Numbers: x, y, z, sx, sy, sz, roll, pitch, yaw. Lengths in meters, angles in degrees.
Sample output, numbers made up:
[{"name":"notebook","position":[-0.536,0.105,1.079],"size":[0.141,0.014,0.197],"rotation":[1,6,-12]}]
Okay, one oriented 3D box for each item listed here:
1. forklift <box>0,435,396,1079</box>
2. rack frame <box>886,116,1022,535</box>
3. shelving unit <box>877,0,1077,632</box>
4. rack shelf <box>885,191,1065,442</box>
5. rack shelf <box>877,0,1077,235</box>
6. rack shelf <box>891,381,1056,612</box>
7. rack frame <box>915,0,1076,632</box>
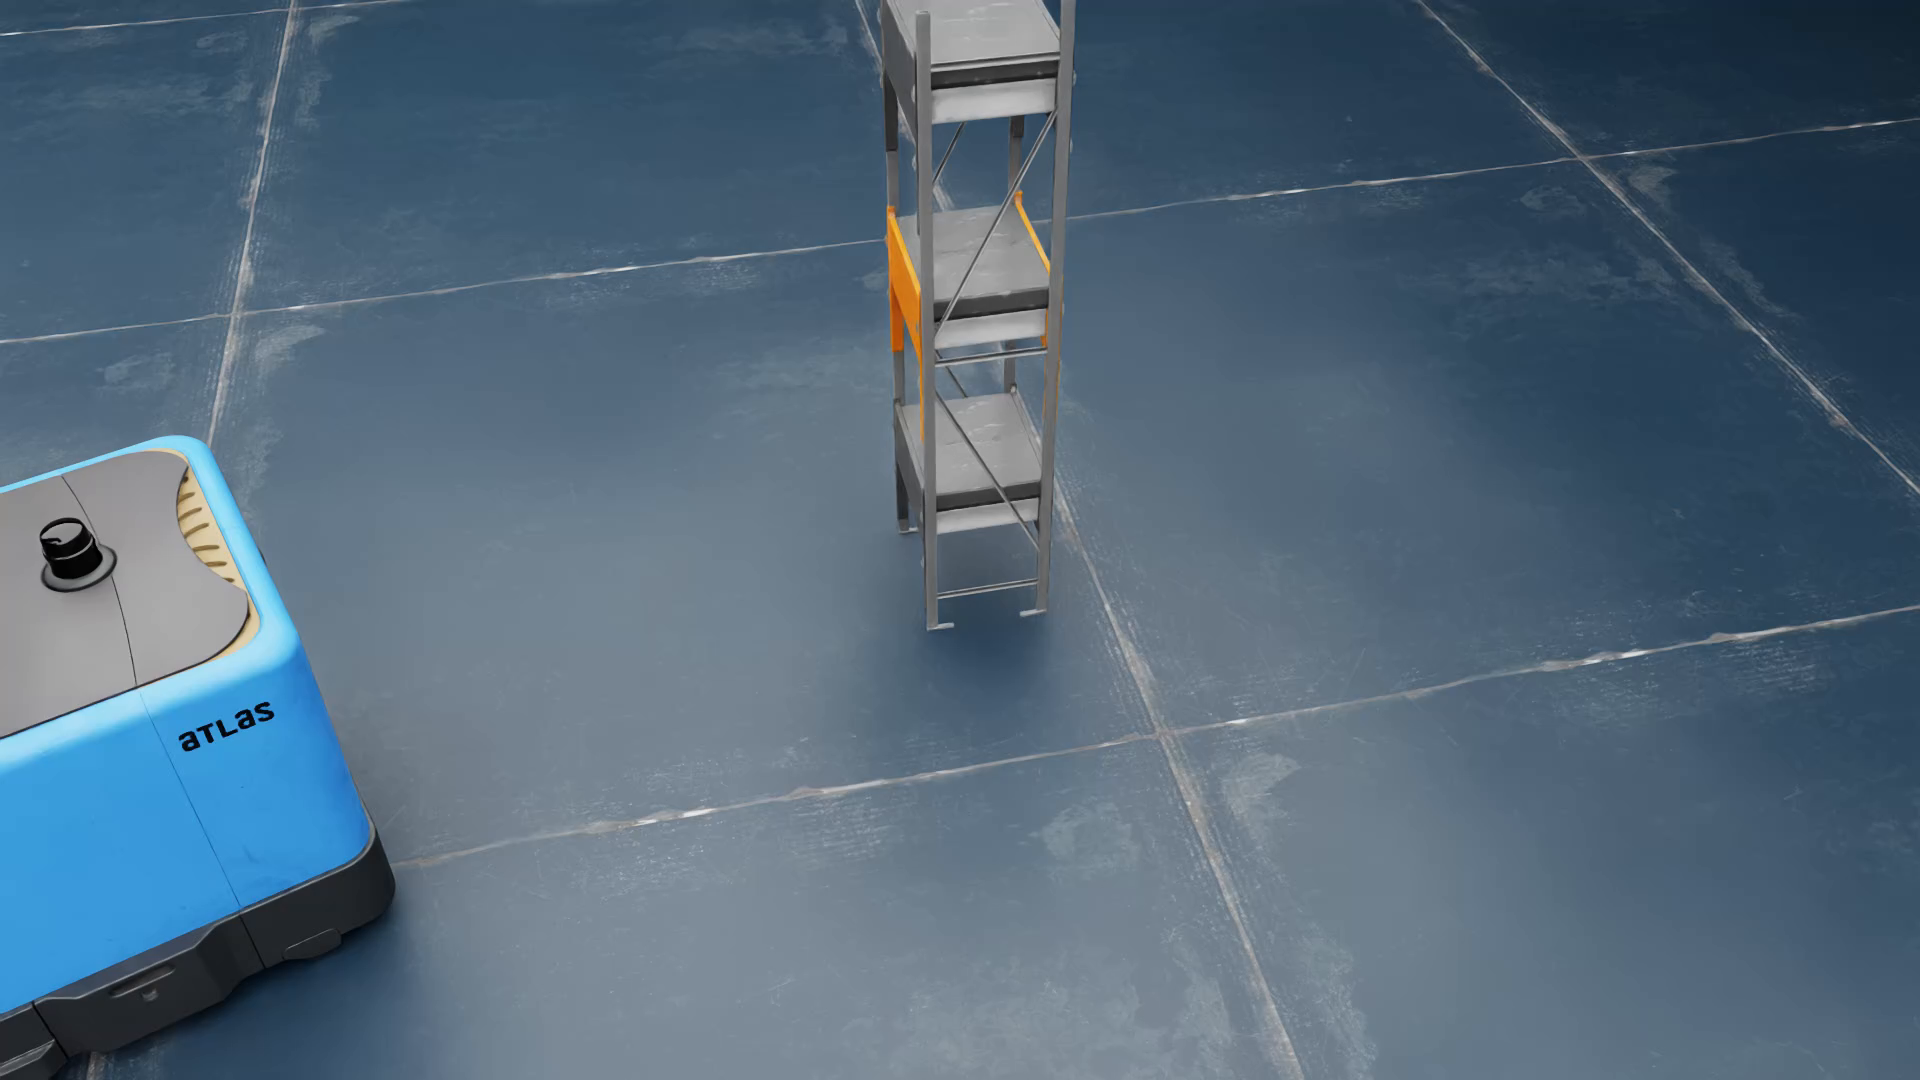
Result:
[{"name":"forklift","position":[-3.065,0.195,3.322],"size":[3.031,2.935,1.130],"rotation":[-23,46,-24]},{"name":"rack frame","position":[-0.017,-0.836,5.110],"size":[0.400,2.100,0.015],"rotation":[-8,42,-9]},{"name":"shelving unit","position":[0.036,-0.678,4.932],"size":[0.431,2.100,0.503],"rotation":[-8,42,-9]},{"name":"rack shelf","position":[0.036,-0.668,4.941],"size":[0.431,0.518,0.480],"rotation":[-8,42,-9]},{"name":"rack shelf","position":[0.036,-1.191,4.476],"size":[0.431,0.518,0.480],"rotation":[-8,42,-9]},{"name":"rack shelf","position":[0.036,-0.144,5.406],"size":[0.431,0.518,0.480],"rotation":[-8,42,-9]},{"name":"rack frame","position":[0.088,-0.520,4.754],"size":[0.400,2.100,0.015],"rotation":[-8,42,-9]}]
